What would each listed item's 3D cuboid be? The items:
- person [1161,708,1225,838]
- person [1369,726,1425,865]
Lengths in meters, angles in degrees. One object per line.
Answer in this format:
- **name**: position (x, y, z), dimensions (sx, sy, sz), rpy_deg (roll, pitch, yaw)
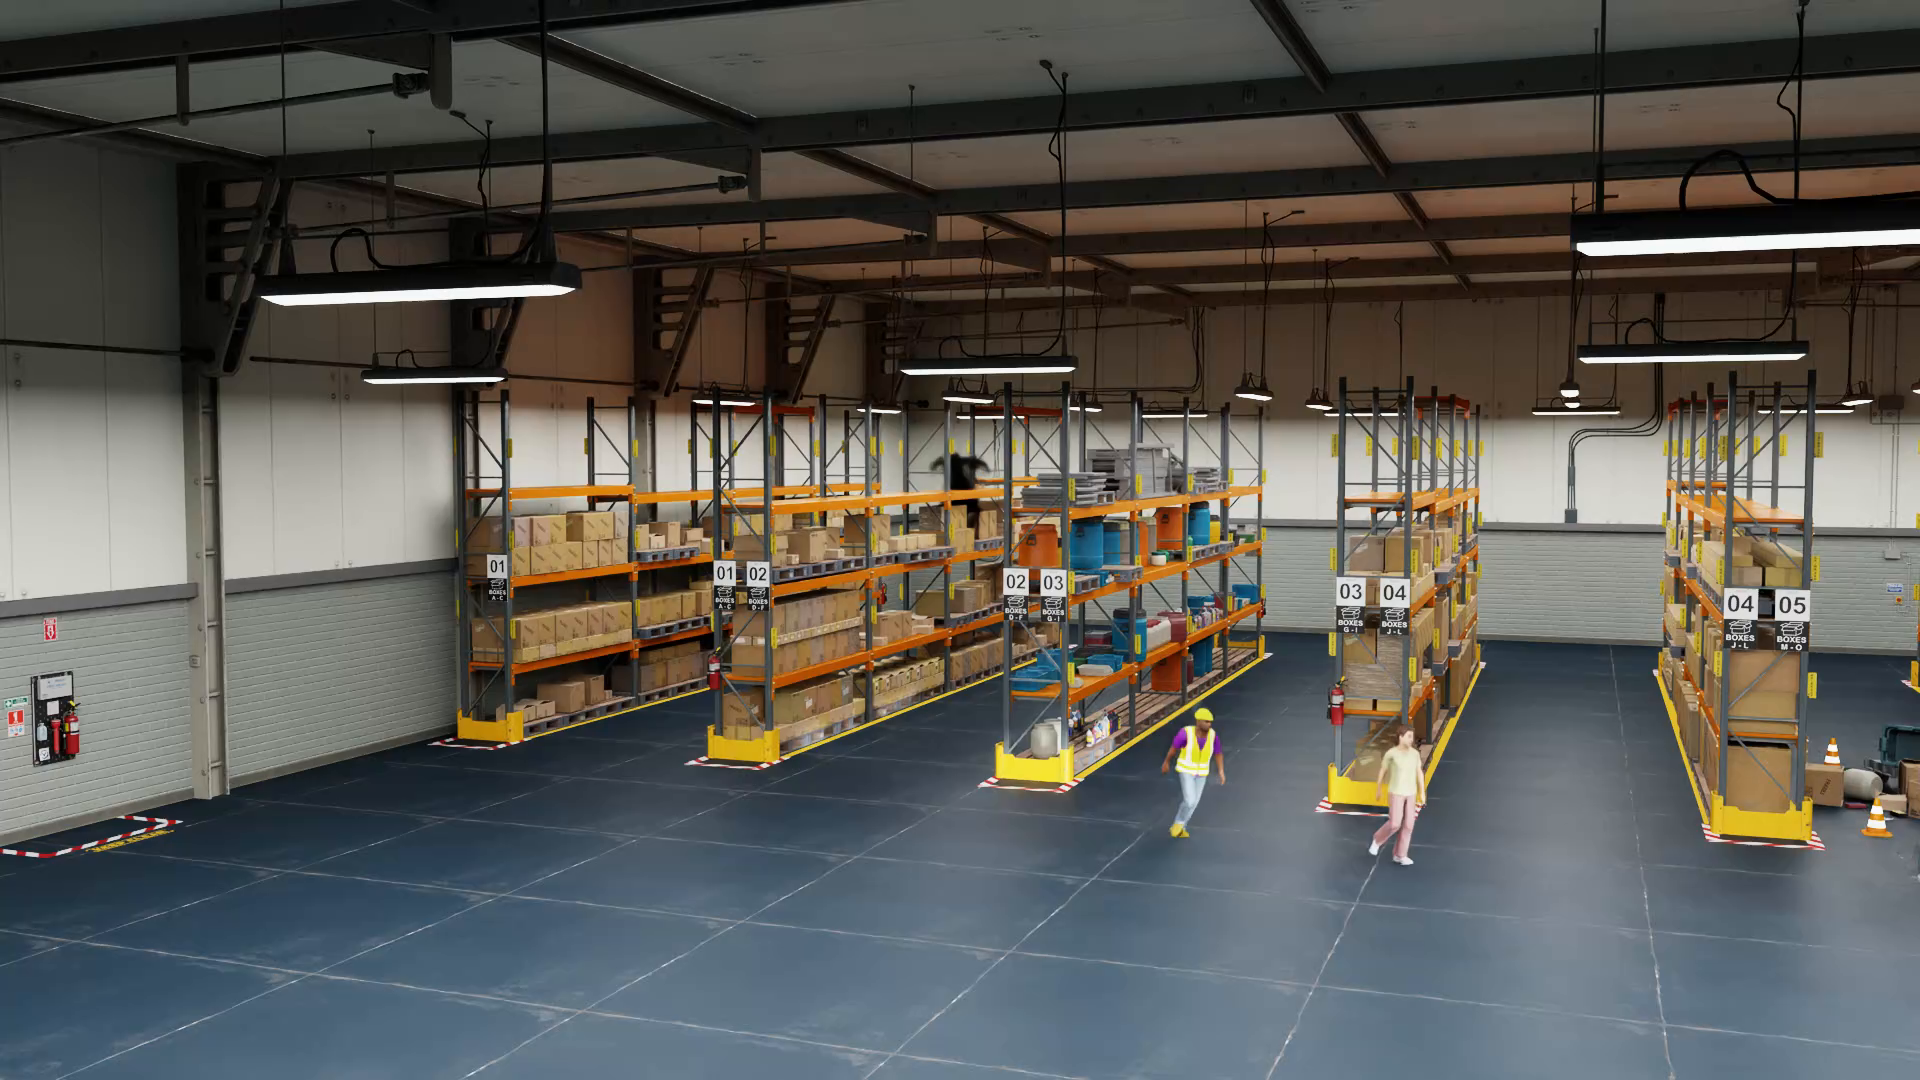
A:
- **person**: position (3.004, 2.970, 21.203), dimensions (0.664, 1.699, 0.723), rpy_deg (-1, 3, -19)
- **person**: position (5.258, 3.057, 20.046), dimensions (0.573, 1.667, 0.531), rpy_deg (-1, 3, -15)
